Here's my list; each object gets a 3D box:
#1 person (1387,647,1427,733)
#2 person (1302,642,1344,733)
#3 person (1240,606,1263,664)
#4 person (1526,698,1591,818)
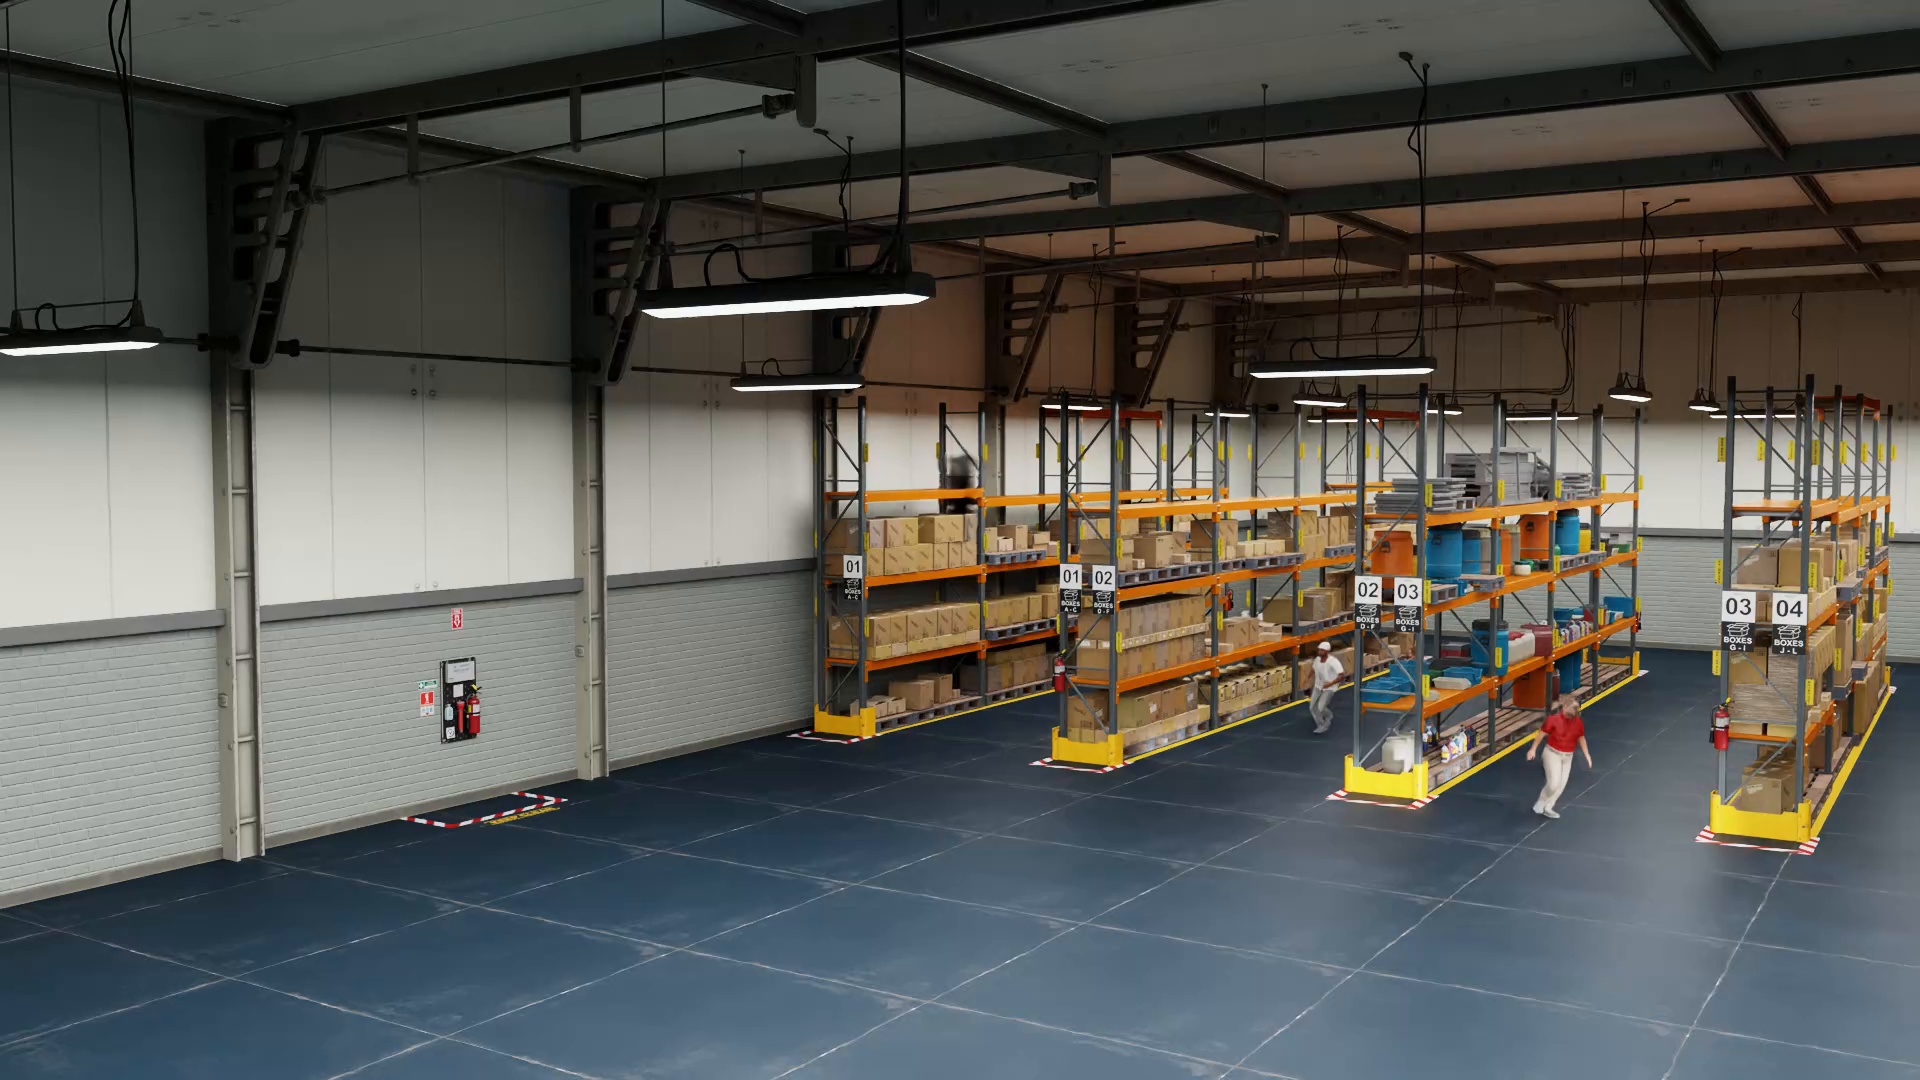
[{"bbox_3d":[7.975,2.659,29.314,0.905,1.541,0.579,-1,3,-24],"label":"person"},{"bbox_3d":[6.494,2.633,29.587,0.533,1.667,0.779,-3,4,-44],"label":"person"},{"bbox_3d":[6.371,2.195,36.582,0.675,1.751,0.717,2,3,27],"label":"person"},{"bbox_3d":[8.196,2.972,22.679,0.661,1.680,0.655,-1,3,-19],"label":"person"}]
